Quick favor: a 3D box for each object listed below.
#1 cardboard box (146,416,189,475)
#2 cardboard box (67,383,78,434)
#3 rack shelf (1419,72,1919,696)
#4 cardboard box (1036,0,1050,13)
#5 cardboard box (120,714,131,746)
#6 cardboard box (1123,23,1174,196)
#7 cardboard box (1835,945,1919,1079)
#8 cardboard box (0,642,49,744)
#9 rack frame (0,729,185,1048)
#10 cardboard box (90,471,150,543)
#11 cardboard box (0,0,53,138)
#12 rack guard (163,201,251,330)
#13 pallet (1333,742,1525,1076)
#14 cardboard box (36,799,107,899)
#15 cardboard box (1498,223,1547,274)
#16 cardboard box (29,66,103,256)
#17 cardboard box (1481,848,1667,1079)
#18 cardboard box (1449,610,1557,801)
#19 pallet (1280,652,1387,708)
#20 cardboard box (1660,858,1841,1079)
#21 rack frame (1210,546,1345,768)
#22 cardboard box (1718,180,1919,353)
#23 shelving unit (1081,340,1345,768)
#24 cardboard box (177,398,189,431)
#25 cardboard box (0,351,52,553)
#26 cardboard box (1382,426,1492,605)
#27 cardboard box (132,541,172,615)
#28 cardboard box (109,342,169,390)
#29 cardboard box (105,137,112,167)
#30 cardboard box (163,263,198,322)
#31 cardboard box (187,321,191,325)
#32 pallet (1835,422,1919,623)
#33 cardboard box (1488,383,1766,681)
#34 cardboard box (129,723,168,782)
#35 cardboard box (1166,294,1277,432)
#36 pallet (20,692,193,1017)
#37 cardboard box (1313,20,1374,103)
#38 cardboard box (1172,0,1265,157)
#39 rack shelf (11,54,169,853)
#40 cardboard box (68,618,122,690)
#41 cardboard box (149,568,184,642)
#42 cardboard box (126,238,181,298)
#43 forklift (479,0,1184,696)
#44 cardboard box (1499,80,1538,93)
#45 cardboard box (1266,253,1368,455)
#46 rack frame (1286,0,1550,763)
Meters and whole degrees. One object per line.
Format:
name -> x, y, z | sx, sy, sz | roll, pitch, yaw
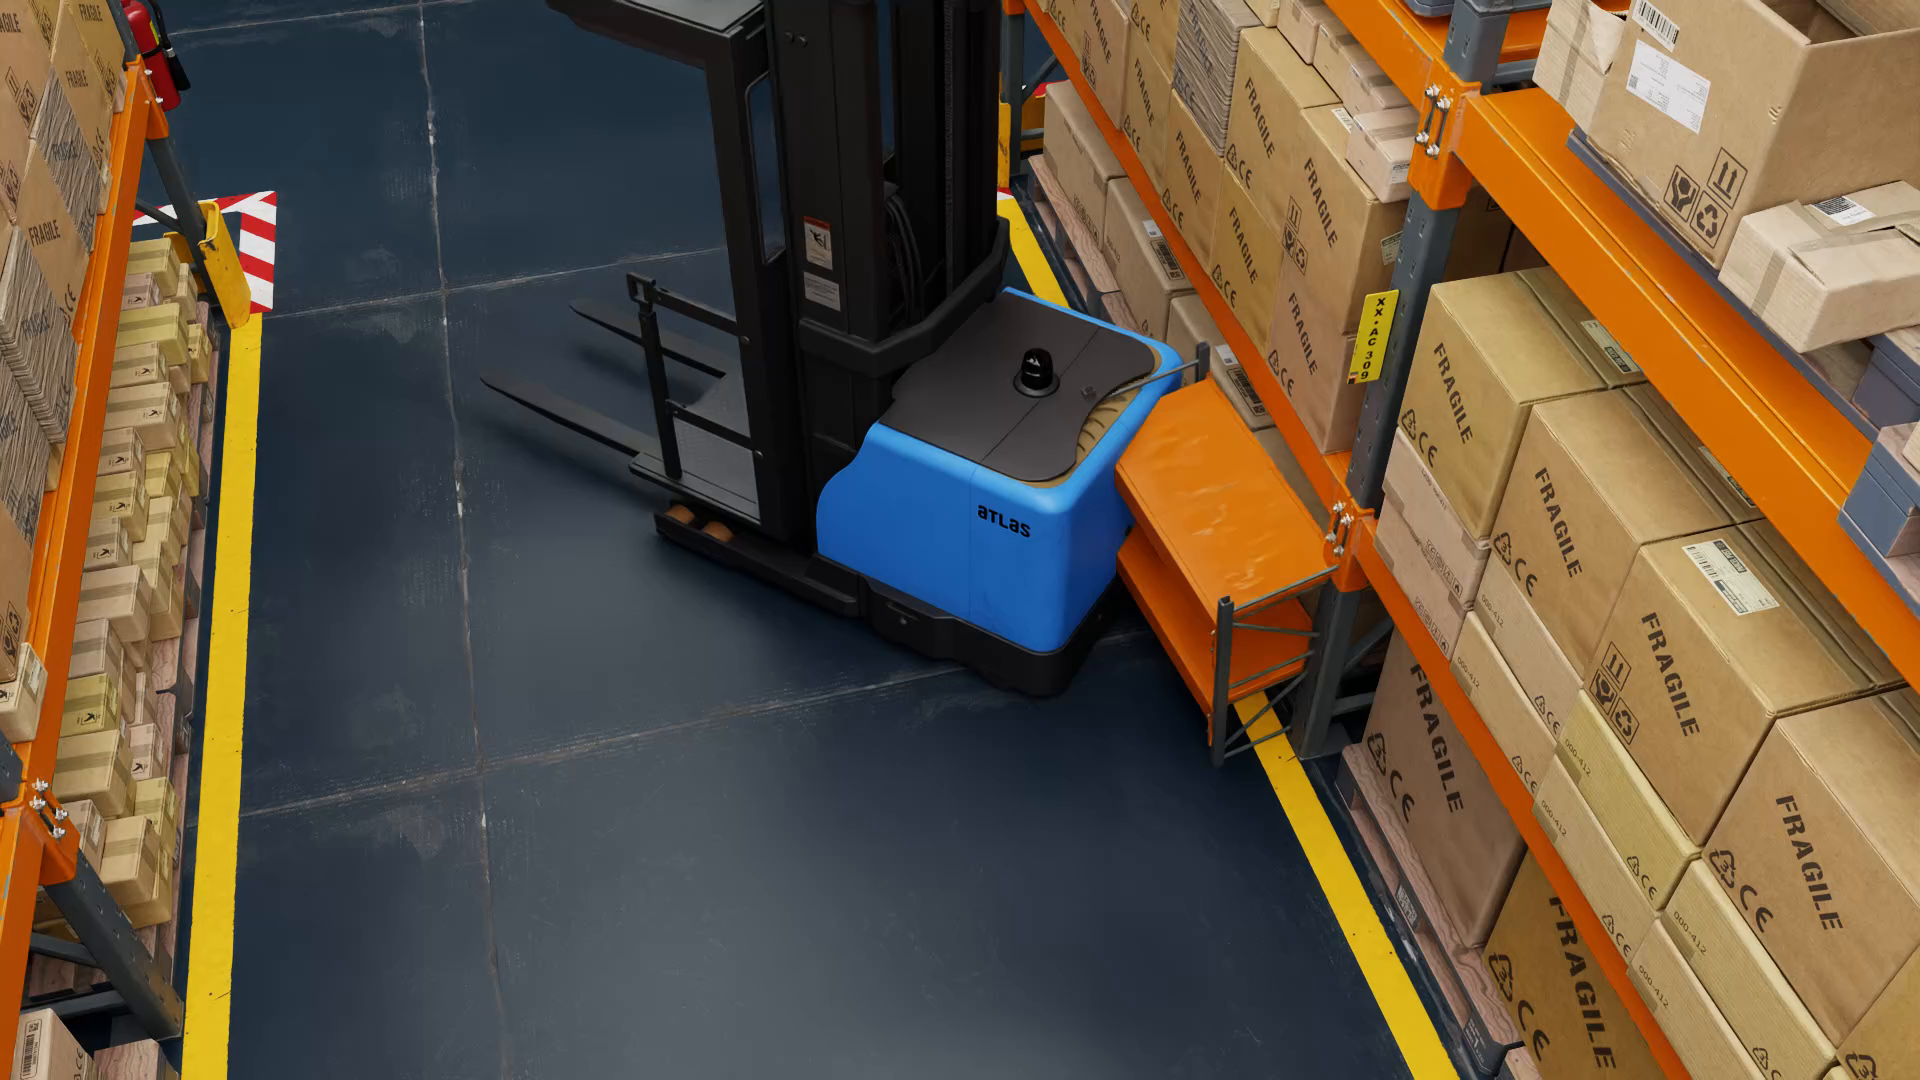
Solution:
cardboard box -> -3.363, -0.370, 6.757 | 0.380, 0.149, 0.250 | -10, 46, -10
cardboard box -> -3.170, -0.449, 5.516 | 0.380, 0.149, 0.250 | -9, 46, -9
rack shelf -> 2.242, 0.227, 3.081 | 1.077, 0.370, 4.000 | -11, 47, -10
cardboard box -> 0.551, -2.768, 7.543 | 0.500, 0.500, 0.500 | -11, 47, -11
cardboard box -> -3.062, 0.737, 5.672 | 0.380, 0.149, 0.250 | -11, 47, -11
cardboard box -> 0.965, -1.727, 6.523 | 0.500, 0.500, 0.500 | -9, 46, -9
cardboard box -> 2.108, 1.015, 3.136 | 0.500, 0.500, 0.500 | -11, 47, -10
cardboard box -> -2.786, 0.452, 4.634 | 0.380, 0.149, 0.250 | -9, 46, -9
rack frame -> -3.030, 0.619, 4.294 | 1.000, 3.000, 0.127 | -11, 47, -10
cardboard box -> -3.293, -0.097, 6.282 | 0.380, 0.149, 0.250 | -10, 47, -10
cardboard box -> -3.424, -1.654, 5.543 | 0.500, 0.500, 0.500 | -9, 46, -8
rack guard -> -4.034, -1.215, 7.841 | 1.175, 0.500, 0.348 | -11, 47, -10
pallet -> 2.000, 1.139, 5.736 | 1.003, 0.211, 1.213 | -11, 47, -10
cardboard box -> -2.917, 0.986, 5.220 | 0.380, 0.149, 0.250 | -9, 46, -9
cardboard box -> 1.842, -1.114, 5.222 | 0.500, 0.500, 0.500 | -10, 46, -10
cardboard box -> -3.424, -1.313, 5.909 | 0.500, 0.500, 0.500 | -11, 47, -10
cardboard box -> 2.205, 1.277, 4.843 | 0.875, 0.875, 0.875 | -9, 46, -9
cardboard box -> 1.721, 0.406, 4.608 | 0.500, 0.250, 0.500 | -12, 47, -11
pallet -> 1.611, 0.081, 6.773 | 1.003, 0.211, 1.213 | -11, 47, -10
cardboard box -> 1.965, 0.934, 3.740 | 0.500, 0.250, 0.500 | -12, 47, -12
rack frame -> 1.116, 0.443, 5.817 | 0.500, 1.125, 0.032 | -22, 54, -9
cardboard box -> 1.715, -0.533, 3.192 | 0.380, 0.166, 0.250 | -14, 47, -13
shelving unit -> 0.918, 0.079, 6.111 | 0.538, 1.125, 1.048 | -22, 54, -9
cardboard box -> -3.493, -0.441, 7.035 | 0.380, 0.149, 0.250 | -10, 46, -10
cardboard box -> -3.046, -0.248, 4.865 | 0.500, 0.500, 0.500 | -11, 47, -10
cardboard box -> 1.570, -0.123, 4.776 | 0.500, 0.250, 0.500 | -12, 47, -11
cardboard box -> -3.179, 0.170, 6.227 | 0.380, 0.149, 0.250 | -11, 47, -11
cardboard box -> -3.470, -0.651, 6.824 | 0.380, 0.149, 0.250 | -12, 47, -12
cardboard box -> -3.591, -1.532, 6.578 | 0.380, 0.149, 0.250 | -11, 47, -11
cardboard box -> -3.643, -1.083, 7.456 | 0.380, 0.149, 0.250 | -12, 47, -11
cardboard box -> -3.717, -0.966, 7.549 | 0.380, 0.149, 0.250 | -10, 46, -10
pallet -> 2.248, 0.216, 2.721 | 1.003, 0.211, 1.213 | -9, 46, -8
cardboard box -> 1.721, -0.038, 4.168 | 0.500, 0.500, 0.500 | -11, 47, -11
cardboard box -> -2.994, 0.814, 5.805 | 0.380, 0.149, 0.250 | -11, 47, -11
cardboard box -> 1.443, -0.677, 7.064 | 0.875, 0.438, 0.875 | -12, 47, -11
pallet -> -3.236, 1.138, 5.738 | 1.003, 0.211, 1.213 | -11, 47, -10
cardboard box -> 1.326, -1.498, 5.144 | 0.380, 0.149, 0.250 | -11, 47, -10
cardboard box -> 1.081, -1.717, 5.813 | 0.500, 0.500, 0.500 | -10, 46, -10
rack shelf -> -3.542, -0.510, 5.904 | 1.077, 0.370, 4.000 | -11, 47, -10
cardboard box -> -3.132, 0.444, 5.751 | 0.380, 0.149, 0.250 | -12, 47, -11
cardboard box -> -3.184, 0.272, 6.336 | 0.380, 0.149, 0.250 | -12, 47, -11
cardboard box -> -3.673, -1.181, 7.343 | 0.380, 0.149, 0.250 | -10, 46, -10
forklift -> -0.676, -1.237, 6.161 | 3.031, 2.935, 1.130 | 24, 50, 21
cardboard box -> 1.819, -1.407, 5.055 | 0.380, 0.149, 0.250 | -10, 46, -10
cardboard box -> 1.364, -0.664, 5.481 | 0.500, 0.500, 0.500 | -10, 46, -10
rack frame -> 1.730, -0.356, 5.249 | 1.000, 3.000, 0.127 | -11, 47, -10
